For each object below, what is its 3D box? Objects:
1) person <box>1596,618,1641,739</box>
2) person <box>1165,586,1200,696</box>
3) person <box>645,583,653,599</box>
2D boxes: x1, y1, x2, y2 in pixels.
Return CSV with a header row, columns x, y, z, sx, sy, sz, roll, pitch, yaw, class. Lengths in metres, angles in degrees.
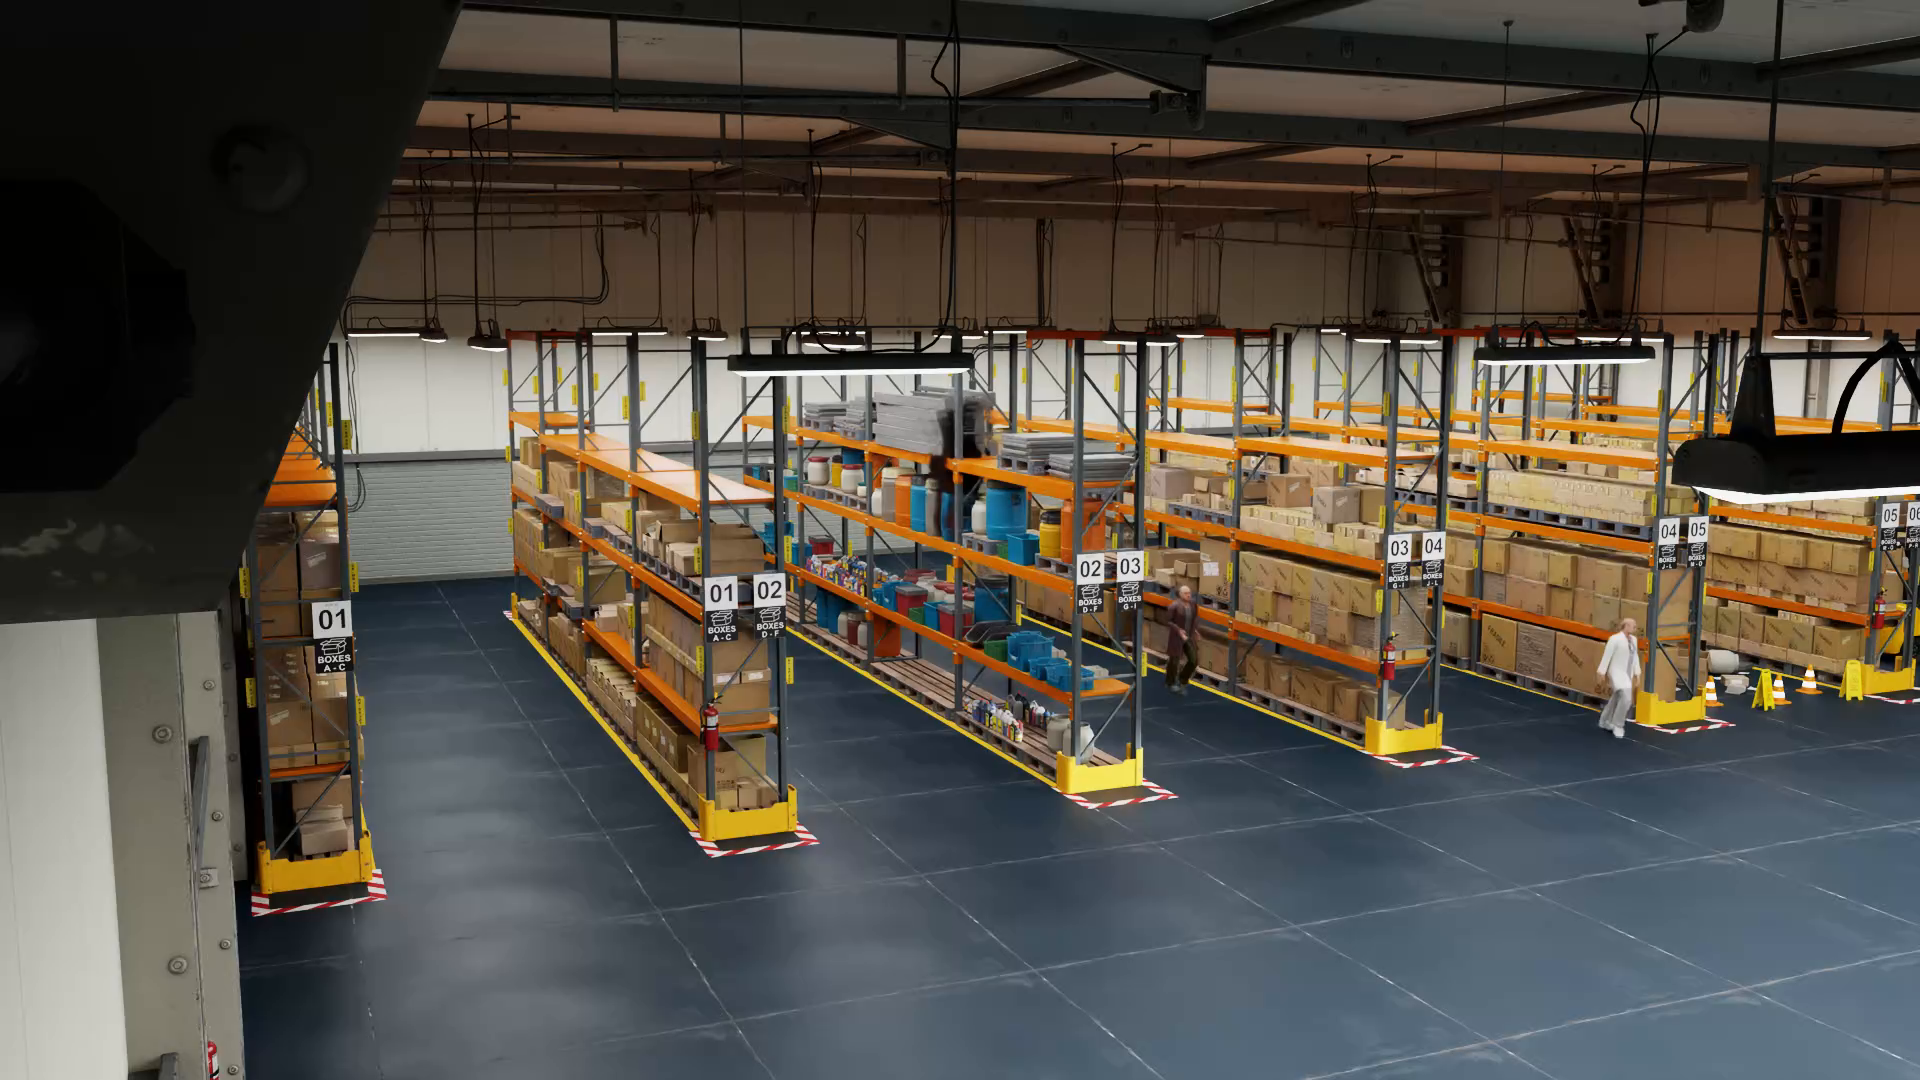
x,y,z,sx,sy,sz,roll,pitch,yaw,class
9.949,2.059,25.107,0.645,1.802,0.635,-5,9,-35,person
3.562,1.612,26.547,0.663,1.803,0.793,-3,8,-23,person
-6.632,0.758,35.298,0.576,1.602,0.638,-5,9,-34,person
